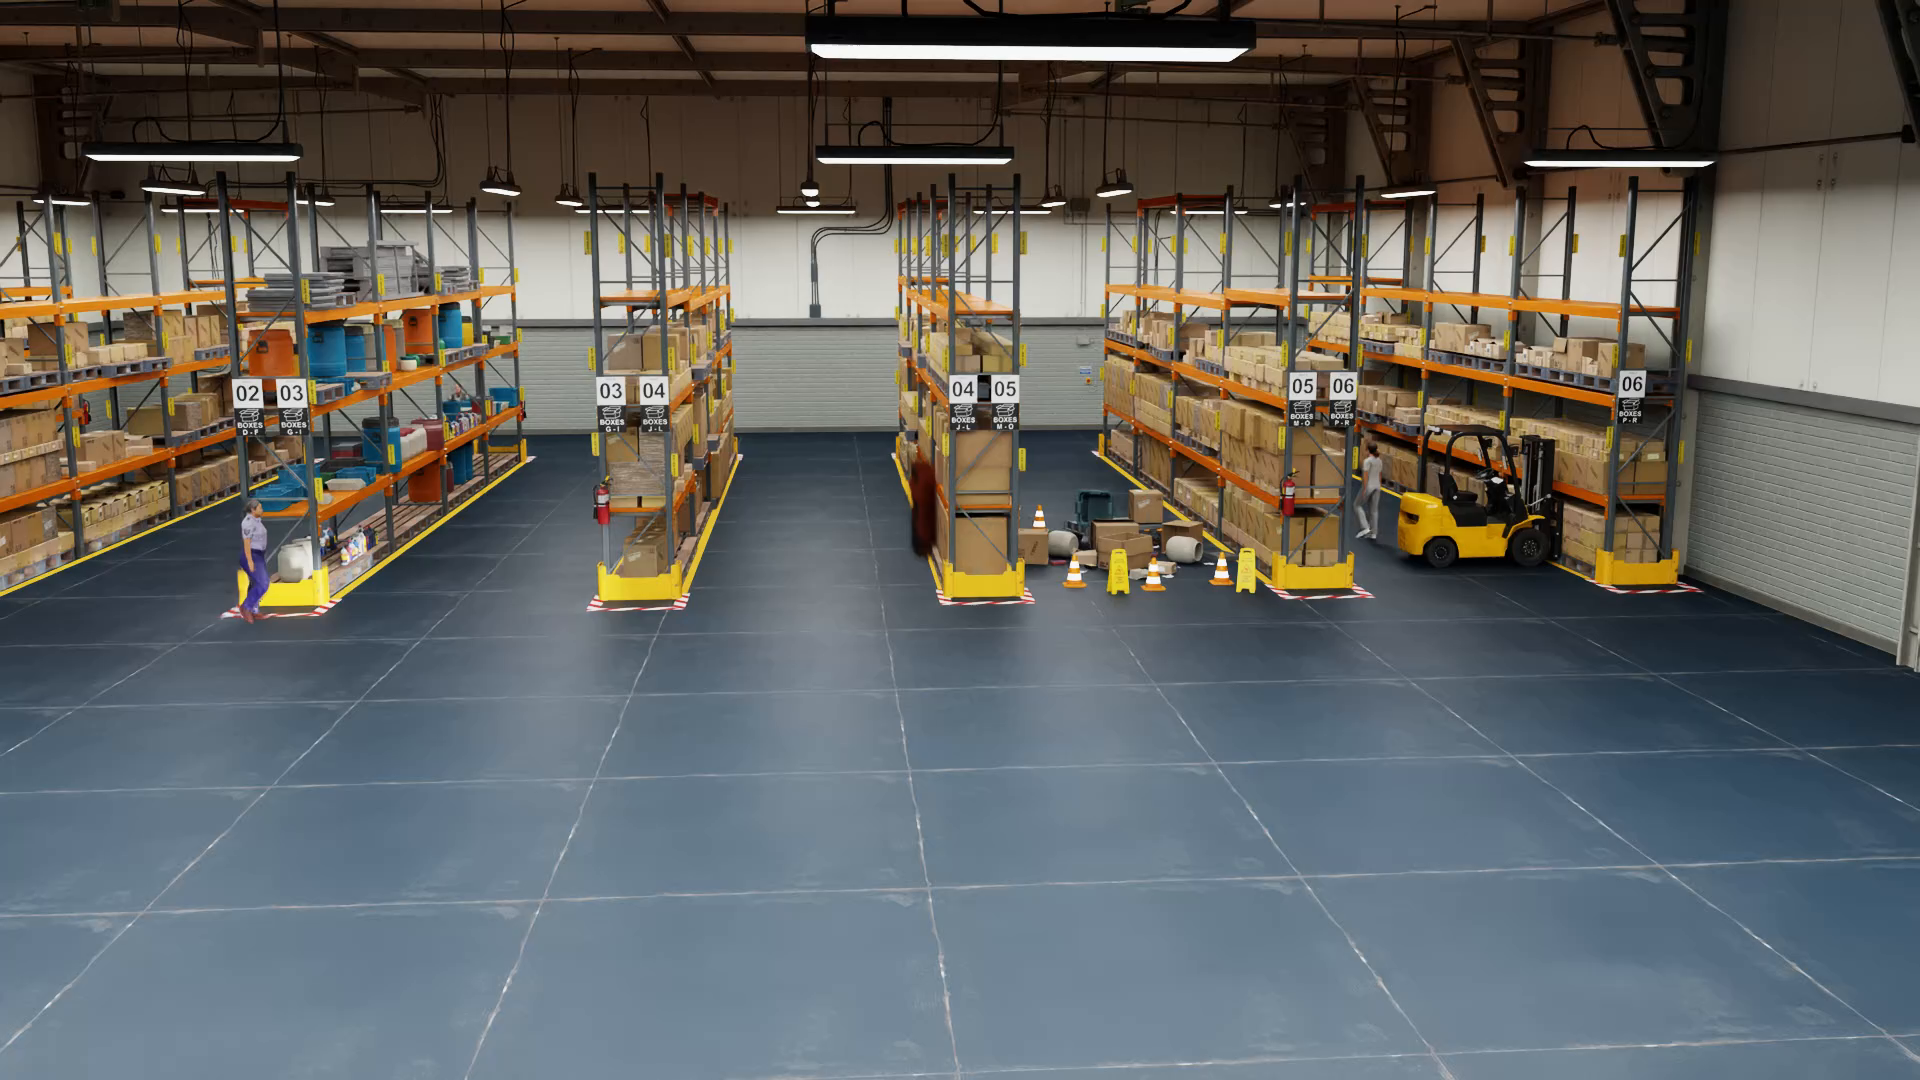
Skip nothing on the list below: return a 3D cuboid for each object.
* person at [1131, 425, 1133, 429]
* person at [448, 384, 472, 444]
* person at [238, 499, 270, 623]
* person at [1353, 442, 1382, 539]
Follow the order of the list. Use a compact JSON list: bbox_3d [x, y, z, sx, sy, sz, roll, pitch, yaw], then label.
[{"bbox_3d":[4.504,-3.139,41.405,0.898,1.770,0.600,1,10,7],"label":"person"},{"bbox_3d":[-12.200,-2.963,40.513,0.623,1.680,1.004,1,10,4],"label":"person"},{"bbox_3d":[-9.503,0.277,22.379,0.430,1.639,0.502,-2,10,-10],"label":"person"},{"bbox_3d":[7.101,-0.857,28.769,0.460,1.678,0.429,-5,11,-25],"label":"person"}]
